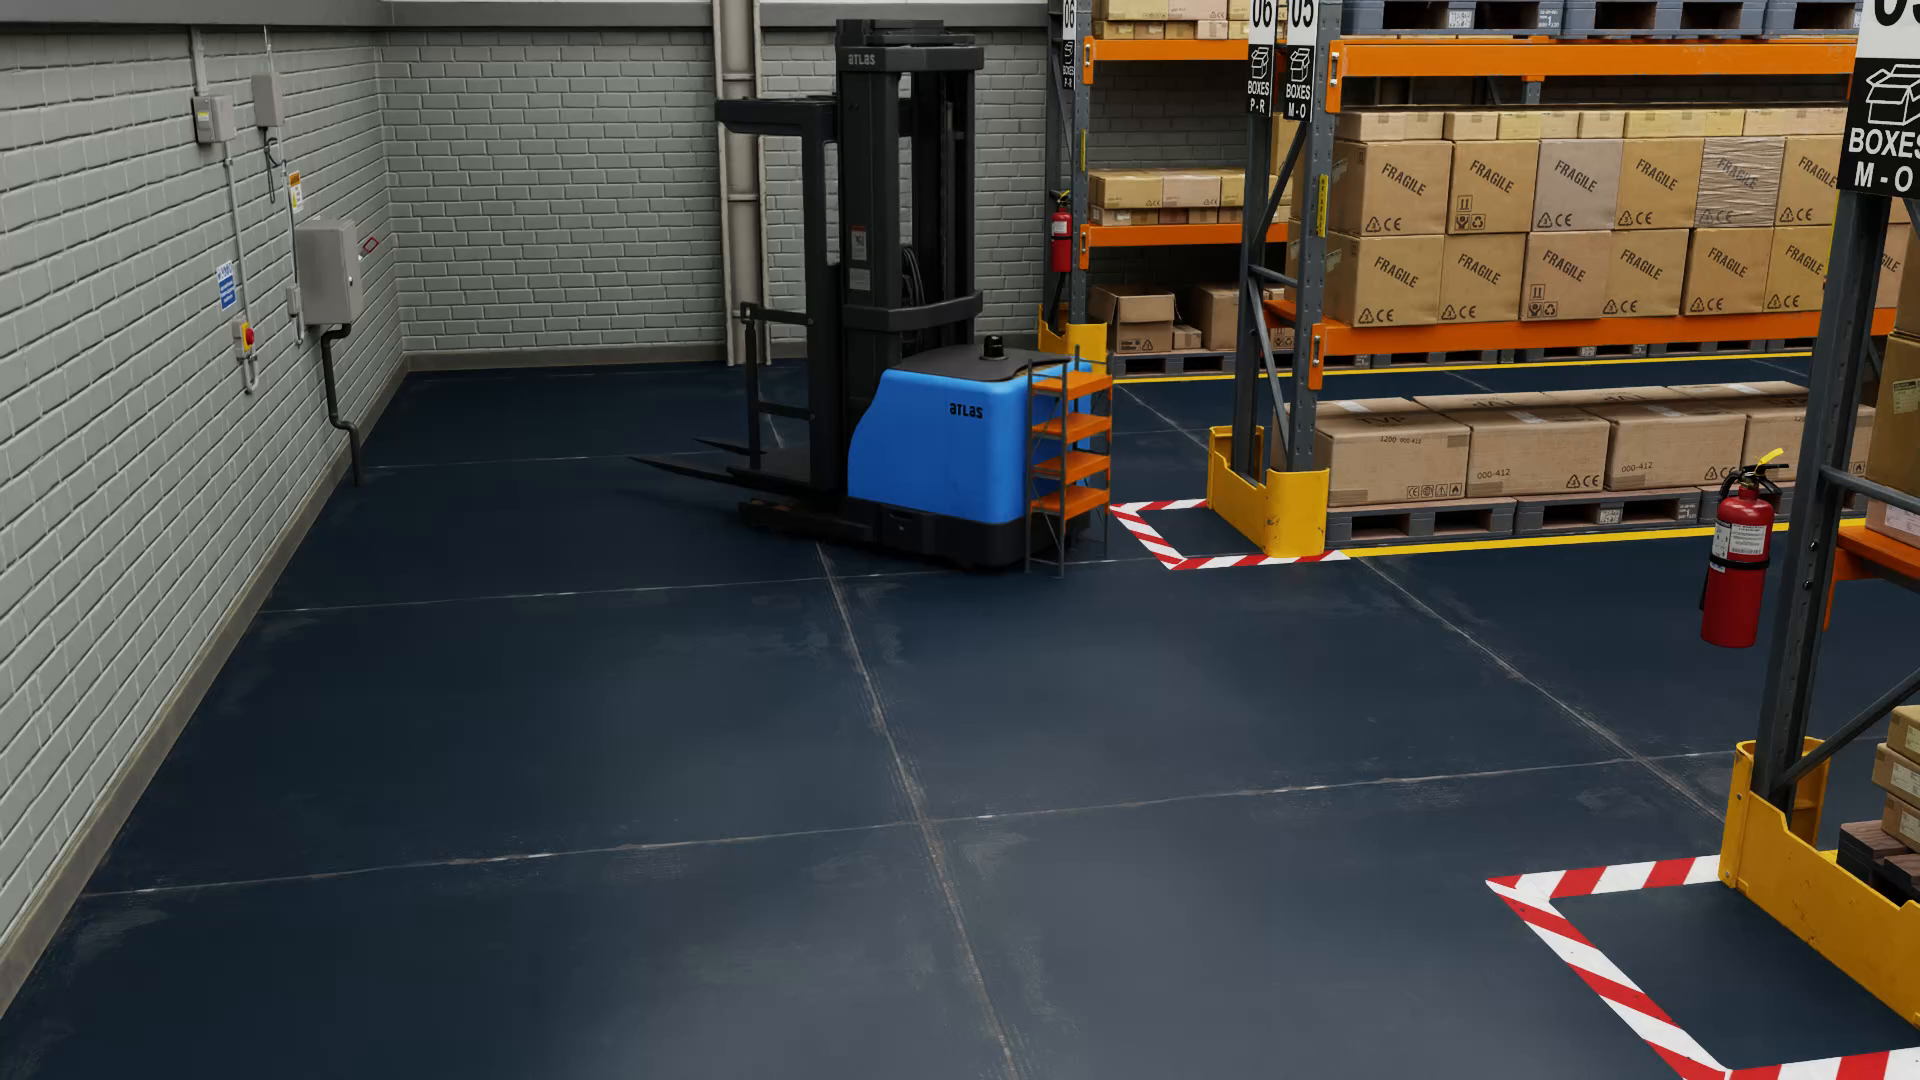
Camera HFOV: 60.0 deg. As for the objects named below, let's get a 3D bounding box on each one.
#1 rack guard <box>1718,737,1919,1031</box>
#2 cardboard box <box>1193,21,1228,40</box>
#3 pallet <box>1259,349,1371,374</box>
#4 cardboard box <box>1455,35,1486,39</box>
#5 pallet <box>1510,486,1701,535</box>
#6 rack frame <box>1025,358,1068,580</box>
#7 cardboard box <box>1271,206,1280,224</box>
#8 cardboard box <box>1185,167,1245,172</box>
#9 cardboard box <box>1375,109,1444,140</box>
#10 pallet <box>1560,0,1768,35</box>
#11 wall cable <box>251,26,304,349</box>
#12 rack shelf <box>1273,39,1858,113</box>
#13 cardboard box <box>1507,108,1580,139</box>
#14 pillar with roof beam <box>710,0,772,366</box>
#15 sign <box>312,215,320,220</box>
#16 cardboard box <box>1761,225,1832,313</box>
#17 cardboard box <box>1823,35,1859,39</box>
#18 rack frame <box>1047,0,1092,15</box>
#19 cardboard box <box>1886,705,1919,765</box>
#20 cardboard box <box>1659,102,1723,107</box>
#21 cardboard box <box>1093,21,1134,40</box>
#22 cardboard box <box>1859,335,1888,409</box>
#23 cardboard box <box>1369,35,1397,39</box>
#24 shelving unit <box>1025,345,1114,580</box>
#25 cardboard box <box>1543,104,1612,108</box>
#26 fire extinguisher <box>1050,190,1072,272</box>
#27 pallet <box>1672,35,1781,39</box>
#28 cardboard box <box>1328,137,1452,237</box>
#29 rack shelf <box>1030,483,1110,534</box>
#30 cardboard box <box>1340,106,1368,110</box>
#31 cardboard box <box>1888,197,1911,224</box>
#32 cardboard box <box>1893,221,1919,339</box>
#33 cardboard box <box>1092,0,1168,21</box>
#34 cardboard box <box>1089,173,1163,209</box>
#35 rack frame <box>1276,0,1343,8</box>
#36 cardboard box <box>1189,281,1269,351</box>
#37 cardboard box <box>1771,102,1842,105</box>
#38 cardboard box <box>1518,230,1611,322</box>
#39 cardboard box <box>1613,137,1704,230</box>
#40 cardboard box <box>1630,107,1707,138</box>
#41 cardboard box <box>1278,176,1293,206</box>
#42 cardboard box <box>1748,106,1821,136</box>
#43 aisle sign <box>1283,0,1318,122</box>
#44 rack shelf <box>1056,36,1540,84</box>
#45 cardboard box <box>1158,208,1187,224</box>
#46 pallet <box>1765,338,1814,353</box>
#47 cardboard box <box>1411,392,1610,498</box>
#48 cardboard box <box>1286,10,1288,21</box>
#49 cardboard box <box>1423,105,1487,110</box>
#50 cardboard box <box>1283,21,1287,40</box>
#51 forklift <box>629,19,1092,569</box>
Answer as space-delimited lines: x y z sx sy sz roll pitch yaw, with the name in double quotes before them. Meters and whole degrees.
"rack guard" 2.962 1.106 5.359 0.348 0.500 1.175 -3 17 -10
"cardboard box" 2.032 -4.217 13.751 0.250 0.149 0.380 -3 17 -9
"pallet" 2.956 -1.719 15.051 1.213 0.211 1.003 -3 17 -10
"cardboard box" 4.293 -4.355 14.202 0.250 0.149 0.380 -3 17 -11
"pallet" 3.815 -0.307 10.452 1.213 0.211 1.003 -3 17 -10
"rack frame" 0.464 -0.376 8.992 0.240 1.200 0.015 12 21 33
"cardboard box" 2.553 -2.813 14.290 0.250 0.149 0.380 -4 17 -12
"cardboard box" 2.299 -3.164 14.753 0.500 0.250 0.500 -3 17 -9
"cardboard box" 2.494 -2.317 9.268 0.250 0.149 0.380 -3 17 -9
"pallet" 3.776 -3.011 9.547 1.213 0.211 1.003 -3 17 -10
"wall cable" -3.963 -2.079 9.741 0.122 1.984 0.588 -3 17 -10
"rack shelf" 3.813 -2.707 9.634 4.000 0.370 1.077 -3 17 -10
"cardboard box" 3.274 -2.348 9.369 0.250 0.149 0.380 -3 17 -10
"pillar with roof beam" -1.098 -4.673 9.700 0.400 9.000 9.100 -3 17 -10
"sign" -4.235 -1.884 11.000 0.001 0.494 0.329 -3 17 -10
"cardboard box" 4.865 -1.647 9.894 0.500 0.500 0.500 -4 17 -12
"cardboard box" 7.807 -4.618 14.884 0.500 0.250 0.500 -3 17 -10
"rack frame" 0.904 -5.804 13.383 0.127 3.000 1.000 -3 17 -10
"cardboard box" 3.359 0.691 5.582 0.250 0.149 0.380 -3 17 -10
"cardboard box" 4.404 -2.574 10.105 0.250 0.149 0.380 -4 17 -12
"cardboard box" 1.261 -4.201 13.700 0.250 0.149 0.380 -3 17 -9
"cardboard box" 6.370 -0.971 10.769 0.875 0.875 0.875 -3 17 -9
"cardboard box" 3.518 -4.324 14.100 0.250 0.149 0.380 -3 17 -9
"shelving unit" 0.604 -0.435 9.183 0.258 1.200 0.503 12 21 33
"cardboard box" 3.667 -2.516 9.915 0.250 0.149 0.380 -3 17 -9
"fire extinguisher" 0.847 -2.580 13.870 0.183 0.674 0.296 -3 17 -10
"pallet" 6.502 -4.578 14.820 1.003 0.211 1.213 -3 17 -10
"cardboard box" 2.374 -1.976 9.264 0.500 0.500 0.500 -4 17 -12
"rack shelf" 0.604 -0.181 9.262 0.258 0.148 0.480 12 21 33
"cardboard box" 2.163 -2.420 9.602 0.250 0.149 0.380 -3 17 -10
"cardboard box" 5.365 -2.149 9.825 0.500 0.500 0.500 -3 17 -11
"cardboard box" 3.289 -0.850 5.090 0.500 0.500 0.500 -4 17 -12
"cardboard box" 1.391 -4.387 13.626 0.500 0.250 0.500 -3 17 -11
"cardboard box" 1.400 -2.955 14.072 0.500 0.250 0.500 -3 17 -10
"rack frame" 1.849 -4.374 8.725 0.127 3.000 1.000 -3 17 -10
"cardboard box" 2.369 -1.986 14.710 0.500 0.500 0.700 -3 17 -8
"cardboard box" 5.169 -2.603 10.199 0.250 0.149 0.380 -3 17 -10
"cardboard box" 3.369 -1.557 9.602 0.500 0.500 0.500 -3 17 -11
"cardboard box" 3.874 -2.066 9.556 0.500 0.500 0.500 -3 17 -10
"cardboard box" 4.029 -2.385 9.489 0.250 0.149 0.380 -3 17 -10
"cardboard box" 2.890 -3.047 14.371 0.500 0.250 0.500 -4 17 -12
"cardboard box" 4.763 -2.442 9.675 0.250 0.149 0.380 -3 17 -11
"aisle sign" 1.833 -2.661 8.939 0.004 0.787 0.394 -3 17 -10
"rack shelf" 2.867 -4.138 14.292 4.000 0.370 1.077 -3 17 -10
"cardboard box" 1.771 -2.808 14.273 0.250 0.149 0.380 -3 17 -11
"pallet" 8.018 -2.019 16.024 1.213 0.211 1.003 -3 17 -10
"cardboard box" 3.375 -0.601 10.308 0.875 0.438 0.875 -3 17 -9
"cardboard box" 2.895 -4.482 13.934 0.500 0.250 0.500 -4 17 -11
"cardboard box" 2.901 -2.481 9.804 0.250 0.149 0.380 -3 17 -9
"cardboard box" 2.784 -4.259 13.887 0.250 0.149 0.380 -3 17 -10
"forklift" -0.725 -1.556 9.887 3.031 2.935 1.130 12 21 33
